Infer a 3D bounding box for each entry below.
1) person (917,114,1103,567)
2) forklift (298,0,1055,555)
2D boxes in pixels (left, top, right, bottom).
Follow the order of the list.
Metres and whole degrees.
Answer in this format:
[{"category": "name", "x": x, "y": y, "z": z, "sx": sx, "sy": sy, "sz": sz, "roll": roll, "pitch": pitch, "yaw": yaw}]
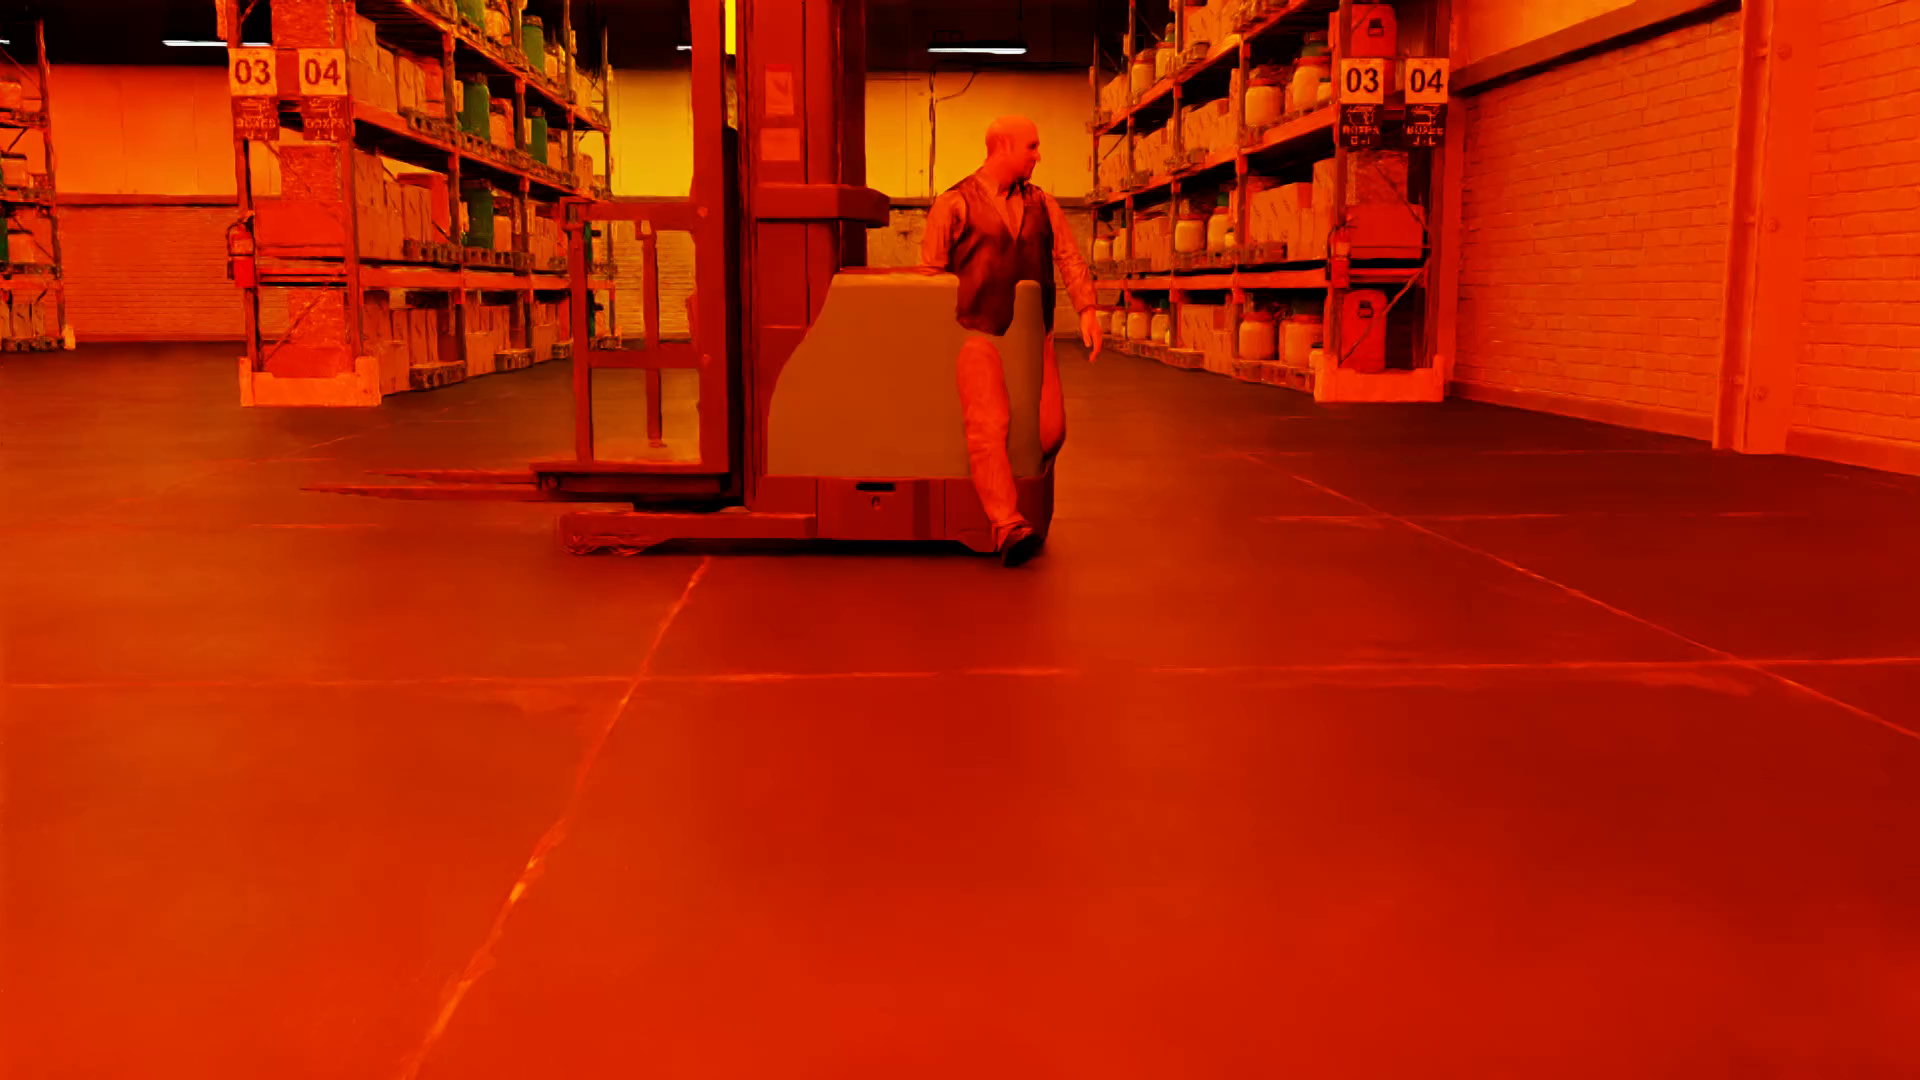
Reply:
[{"category": "person", "x": 0.163, "y": -0.757, "z": 6.250, "sx": 0.685, "sy": 1.666, "sz": 0.903, "roll": -4, "pitch": 9, "yaw": -25}, {"category": "forklift", "x": -1.140, "y": -1.470, "z": 6.729, "sx": 3.031, "sy": 2.935, "sz": 1.130, "roll": 1, "pitch": 8, "yaw": 5}]
